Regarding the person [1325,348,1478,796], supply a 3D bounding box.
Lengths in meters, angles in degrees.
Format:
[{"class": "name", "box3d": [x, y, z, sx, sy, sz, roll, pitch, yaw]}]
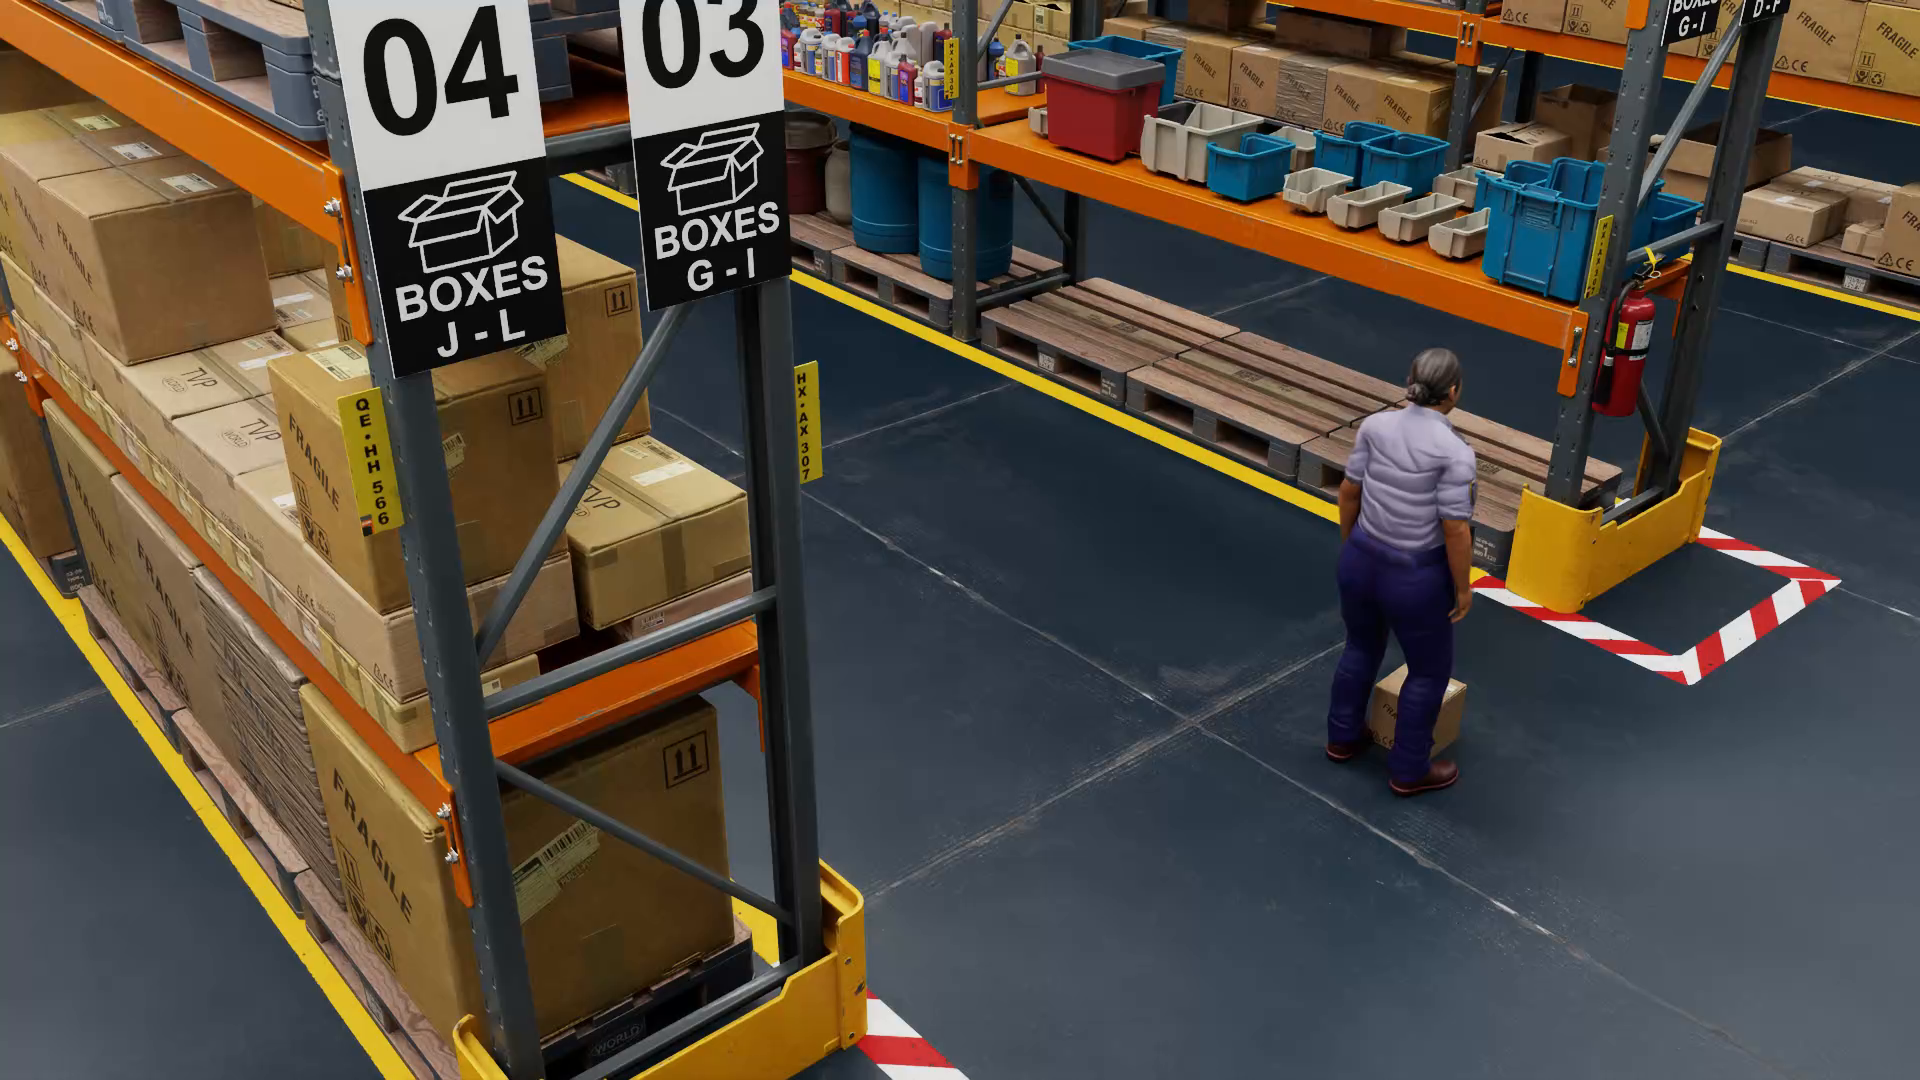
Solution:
[{"class": "person", "box3d": [1.574, 0.119, 5.910, 0.367, 1.651, 0.550, -23, 36, -36]}]
